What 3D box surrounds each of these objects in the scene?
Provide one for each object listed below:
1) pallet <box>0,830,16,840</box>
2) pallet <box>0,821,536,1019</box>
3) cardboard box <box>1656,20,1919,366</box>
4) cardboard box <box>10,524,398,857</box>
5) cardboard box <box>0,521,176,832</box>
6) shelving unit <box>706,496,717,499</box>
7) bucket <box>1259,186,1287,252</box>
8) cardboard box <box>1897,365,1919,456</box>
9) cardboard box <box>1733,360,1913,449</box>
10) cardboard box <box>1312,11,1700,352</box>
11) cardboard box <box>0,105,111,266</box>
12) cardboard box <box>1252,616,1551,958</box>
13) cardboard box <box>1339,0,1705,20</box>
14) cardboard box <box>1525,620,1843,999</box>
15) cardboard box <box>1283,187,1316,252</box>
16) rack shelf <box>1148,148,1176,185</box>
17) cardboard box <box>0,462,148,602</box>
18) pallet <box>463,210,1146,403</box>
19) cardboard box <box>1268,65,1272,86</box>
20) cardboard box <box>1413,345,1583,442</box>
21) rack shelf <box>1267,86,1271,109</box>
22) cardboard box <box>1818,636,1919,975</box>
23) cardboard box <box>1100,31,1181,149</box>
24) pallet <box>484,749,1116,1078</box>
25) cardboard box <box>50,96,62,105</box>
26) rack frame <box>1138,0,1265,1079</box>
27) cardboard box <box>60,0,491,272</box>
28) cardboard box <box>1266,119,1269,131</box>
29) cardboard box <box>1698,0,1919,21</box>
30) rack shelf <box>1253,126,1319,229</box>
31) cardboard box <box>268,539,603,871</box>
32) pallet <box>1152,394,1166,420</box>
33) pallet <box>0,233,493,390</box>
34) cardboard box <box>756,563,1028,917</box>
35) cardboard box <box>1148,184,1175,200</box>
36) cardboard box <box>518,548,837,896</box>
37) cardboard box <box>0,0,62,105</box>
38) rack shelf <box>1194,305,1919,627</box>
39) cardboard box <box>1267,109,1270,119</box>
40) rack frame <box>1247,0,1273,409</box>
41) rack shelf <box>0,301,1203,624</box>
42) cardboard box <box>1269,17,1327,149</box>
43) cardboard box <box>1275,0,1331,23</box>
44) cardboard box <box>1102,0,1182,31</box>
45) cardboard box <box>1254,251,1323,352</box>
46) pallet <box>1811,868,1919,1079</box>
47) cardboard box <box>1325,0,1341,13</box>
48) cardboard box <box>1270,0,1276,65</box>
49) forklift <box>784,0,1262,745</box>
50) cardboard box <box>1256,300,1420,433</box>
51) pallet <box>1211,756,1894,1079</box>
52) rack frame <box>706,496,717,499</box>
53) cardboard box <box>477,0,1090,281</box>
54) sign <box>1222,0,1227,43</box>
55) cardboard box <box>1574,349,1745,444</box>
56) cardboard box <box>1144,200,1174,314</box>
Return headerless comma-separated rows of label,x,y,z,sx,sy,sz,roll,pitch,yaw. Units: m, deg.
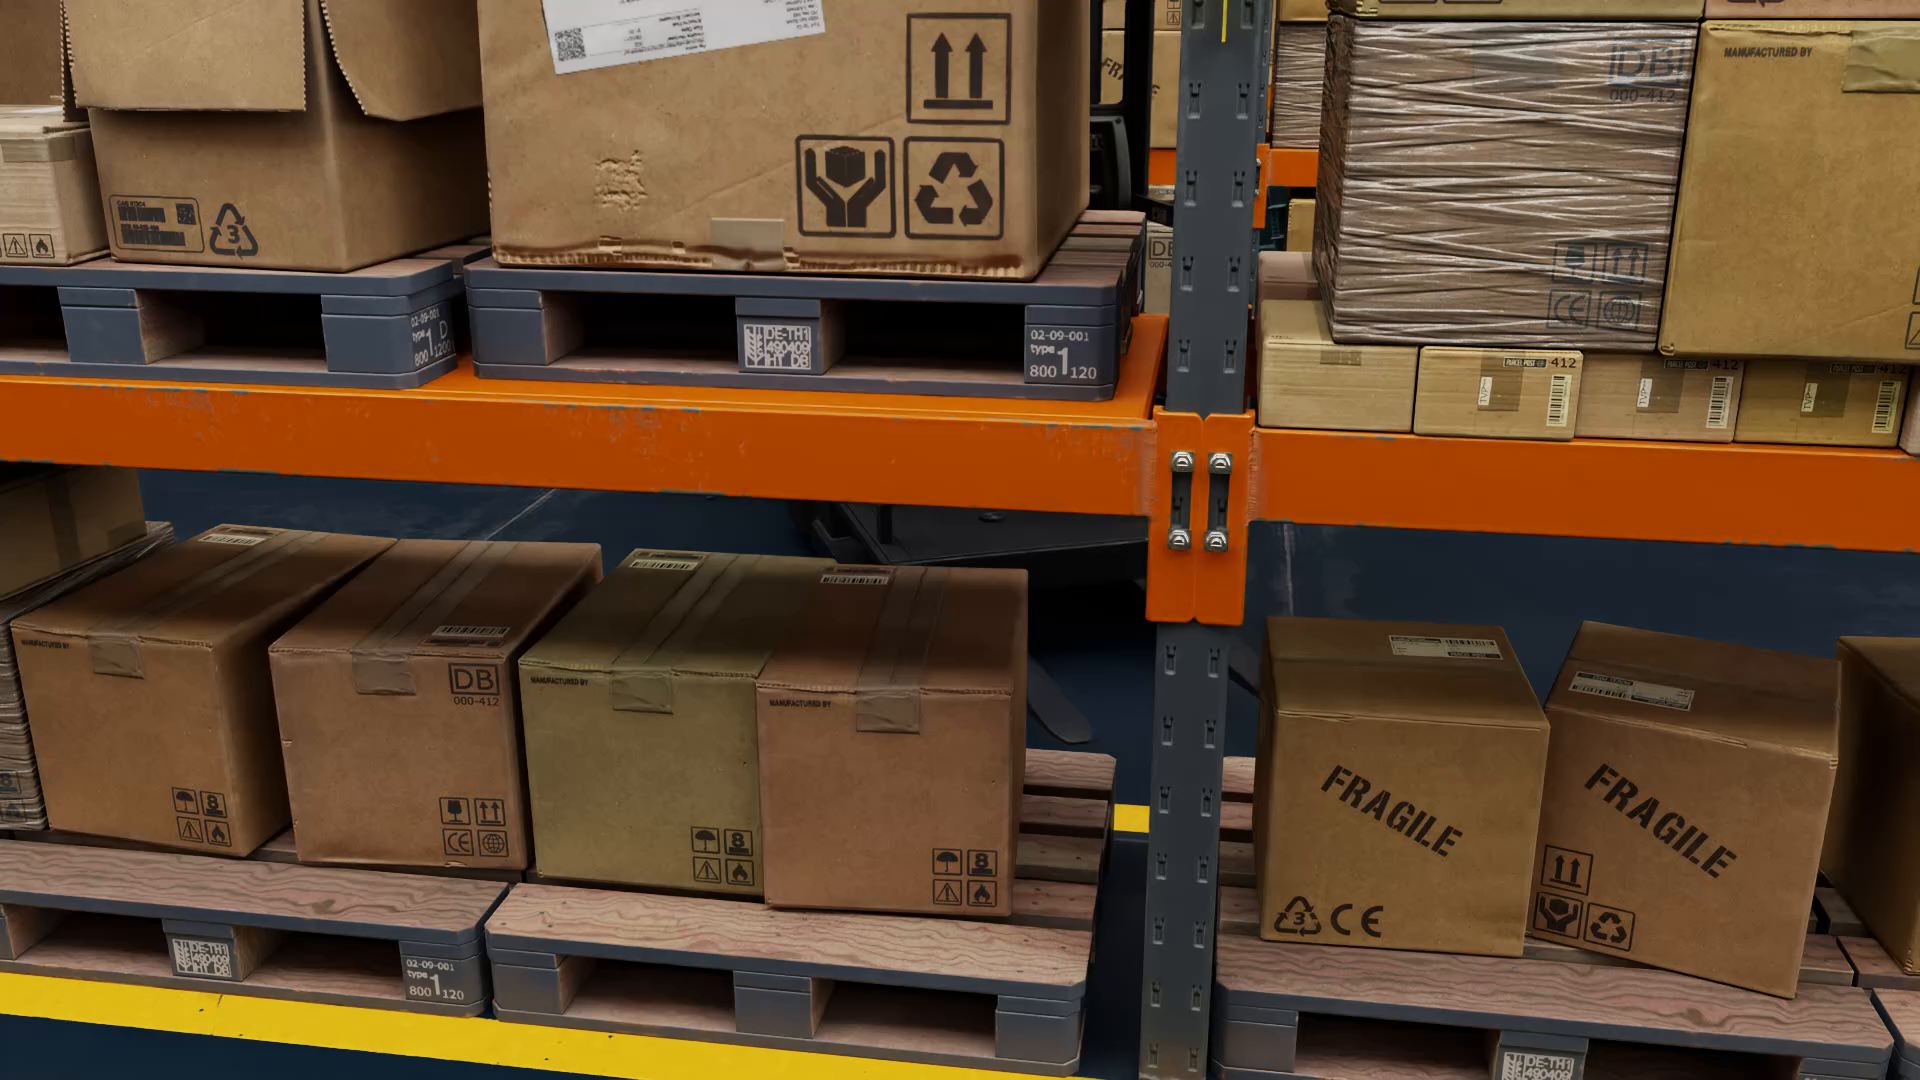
pallet,-2.695,0.628,4.093,1.213,0.211,1.003,3,19,9
pallet,-1.494,0.690,3.908,1.213,0.211,1.003,3,19,9
cardboard box,1.406,-0.643,2.871,0.500,0.500,0.875,3,19,9
cardboard box,-1.691,0.320,3.864,0.500,0.500,0.700,5,19,13
cardboard box,-2.252,0.294,3.943,0.500,0.500,0.700,1,19,4
shelving unit,-1.262,-0.713,6.951,0.258,0.189,1.200,-22,70,-48
bucket,1.870,-1.965,10.213,0.620,0.611,0.726,-1,16,31
cardboard box,1.633,-0.253,2.728,0.250,0.149,0.380,3,19,9
cardboard box,1.392,-0.278,2.804,0.250,0.149,0.380,3,19,9
cardboard box,0.918,-0.679,2.979,0.500,0.500,0.875,3,19,9
cardboard box,-1.848,-0.706,3.259,0.500,0.250,0.500,2,19,7
cardboard box,0.872,0.486,3.400,0.500,0.500,0.500,2,19,7
cardboard box,0.887,-1.093,2.641,0.500,0.500,0.500,3,19,9
cardboard box,1.439,0.513,3.321,0.500,0.500,0.500,9,21,26
cardboard box,1.980,-1.220,7.907,0.875,0.875,0.875,3,19,9
rack shelf,-0.605,-1.841,8.212,4.000,0.370,1.077,3,19,9
cardboard box,-2.274,-0.065,3.835,0.500,0.250,0.500,5,19,15
pallet,-0.248,-0.526,3.450,1.213,0.211,1.003,3,19,9
cardboard box,2.315,-3.402,12.139,0.250,0.149,0.380,3,19,8
cardboard box,0.893,-0.292,2.844,0.250,0.149,0.380,3,19,9
rack shelf,4.030,-3.196,12.260,4.000,0.370,1.077,3,19,9
cardboard box,2.064,0.519,3.302,0.500,0.500,0.500,1,19,4
cardboard box,0.812,-2.071,7.609,0.500,0.500,0.500,3,19,8
pallet,-0.286,0.751,3.726,1.213,0.211,1.003,3,19,9
cardboard box,-1.777,-0.870,3.726,0.258,0.266,0.396,2,19,7
rack frame,0.483,-0.533,3.168,0.127,3.000,1.000,3,19,9
cardboard box,-1.243,-0.839,3.259,0.637,0.503,0.797,5,19,14
cardboard box,3.268,-4.204,17.024,0.500,0.250,0.500,3,19,8
cardboard box,1.381,-1.068,2.567,0.500,0.500,0.500,3,19,9
rack shelf,3.345,-1.640,7.610,4.000,0.370,1.077,3,19,9
cardboard box,-1.140,0.348,3.781,0.500,0.500,0.700,1,19,4
pallet,0.596,-0.774,8.285,1.213,0.211,1.003,3,19,9
pallet,-1.505,-0.556,3.541,1.213,0.211,1.003,3,19,9
cardboard box,-0.119,0.406,3.607,0.500,0.500,0.700,1,19,4
cardboard box,1.537,-2.616,12.874,0.625,0.372,0.950,3,19,9
cardboard box,-0.587,0.376,3.697,0.500,0.500,0.700,3,19,8
cardboard box,-2.359,-0.969,3.653,0.500,0.500,0.700,6,19,17
rack shelf,2.458,-0.091,2.981,4.000,0.370,1.077,3,19,9
cardboard box,3.267,-4.439,16.940,0.500,0.250,0.500,3,19,8
rack frame,1.370,-2.082,7.797,0.127,3.000,1.000,3,19,9
rack shelf,-1.491,-0.292,3.583,4.000,0.370,1.077,3,19,9
cardboard box,1.736,-2.138,7.729,0.550,0.550,0.875,3,19,9
cardboard box,1.729,-2.635,7.514,0.550,0.550,0.875,3,19,9
cardboard box,0.879,-2.626,7.692,0.500,0.500,0.700,3,19,8
cardboard box,0.742,-0.495,3.451,0.250,0.149,0.380,3,19,9
pallet,2.360,0.873,3.361,1.213,0.211,1.003,3,19,9
cardboard box,0.971,-1.259,3.136,0.500,0.500,0.500,3,19,9
cardboard box,2.445,-3.716,12.057,0.500,0.500,0.500,3,19,9
forklift,0.165,-1.167,5.173,1.130,2.935,3.031,-5,19,-15
cardboard box,0.648,-0.309,2.894,0.250,0.149,0.380,3,19,9
pallet,1.152,0.812,3.543,1.213,0.211,1.003,3,19,9
rack frame,-1.309,-0.659,7.008,0.240,0.006,1.200,-22,70,-48
cardboard box,-0.279,-1.100,3.257,1.000,1.000,1.000,3,19,9
sign,0.399,-0.908,2.464,0.005,0.325,0.100,3,19,9
cardboard box,1.144,-0.288,2.832,0.250,0.149,0.380,3,19,9
cardboard box,0.743,-1.217,8.096,0.750,0.750,1.050,3,19,8
